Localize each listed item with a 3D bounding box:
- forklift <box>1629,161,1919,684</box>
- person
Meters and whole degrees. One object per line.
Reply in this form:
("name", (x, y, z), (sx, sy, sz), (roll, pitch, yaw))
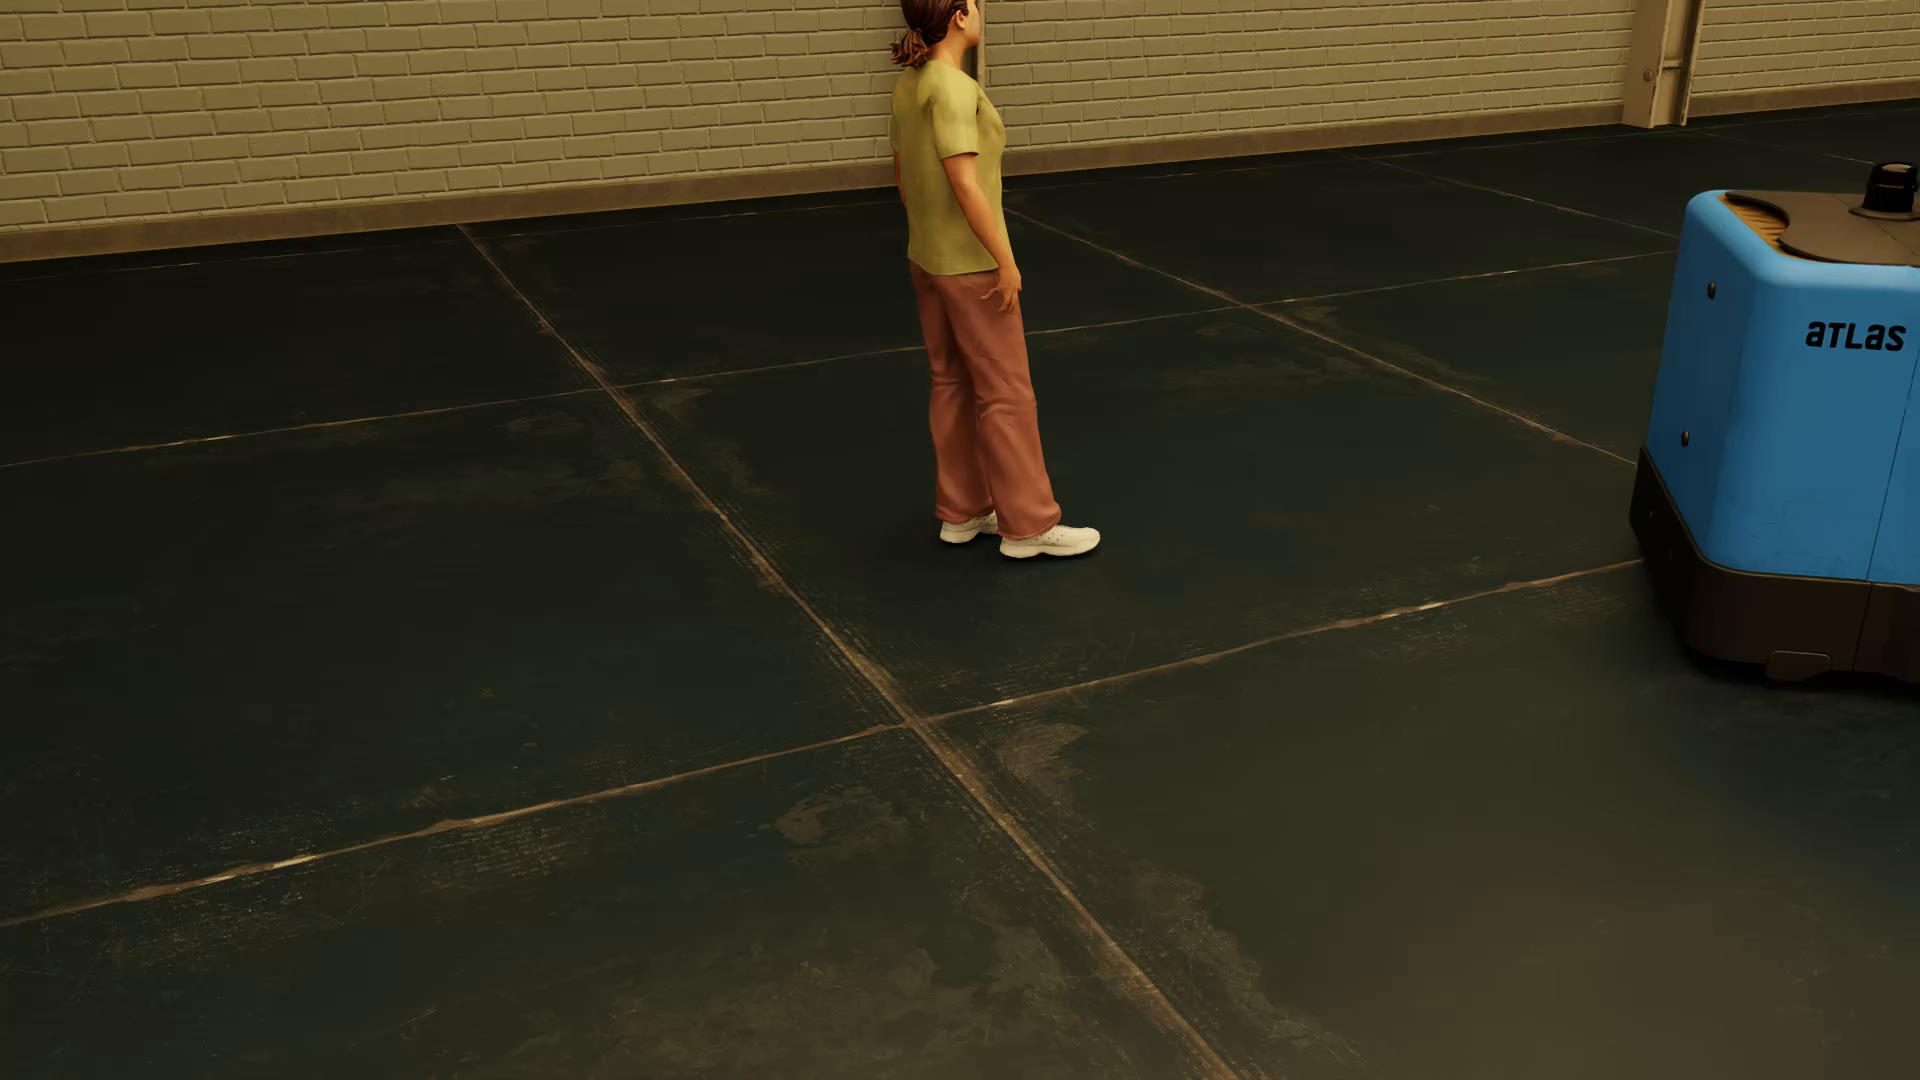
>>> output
("forklift", (3.433, -1.068, 3.858), (3.031, 2.935, 1.130), (5, 23, 11))
("person", (0.071, -0.788, 4.802), (0.549, 1.675, 0.555), (-10, 25, -23))
